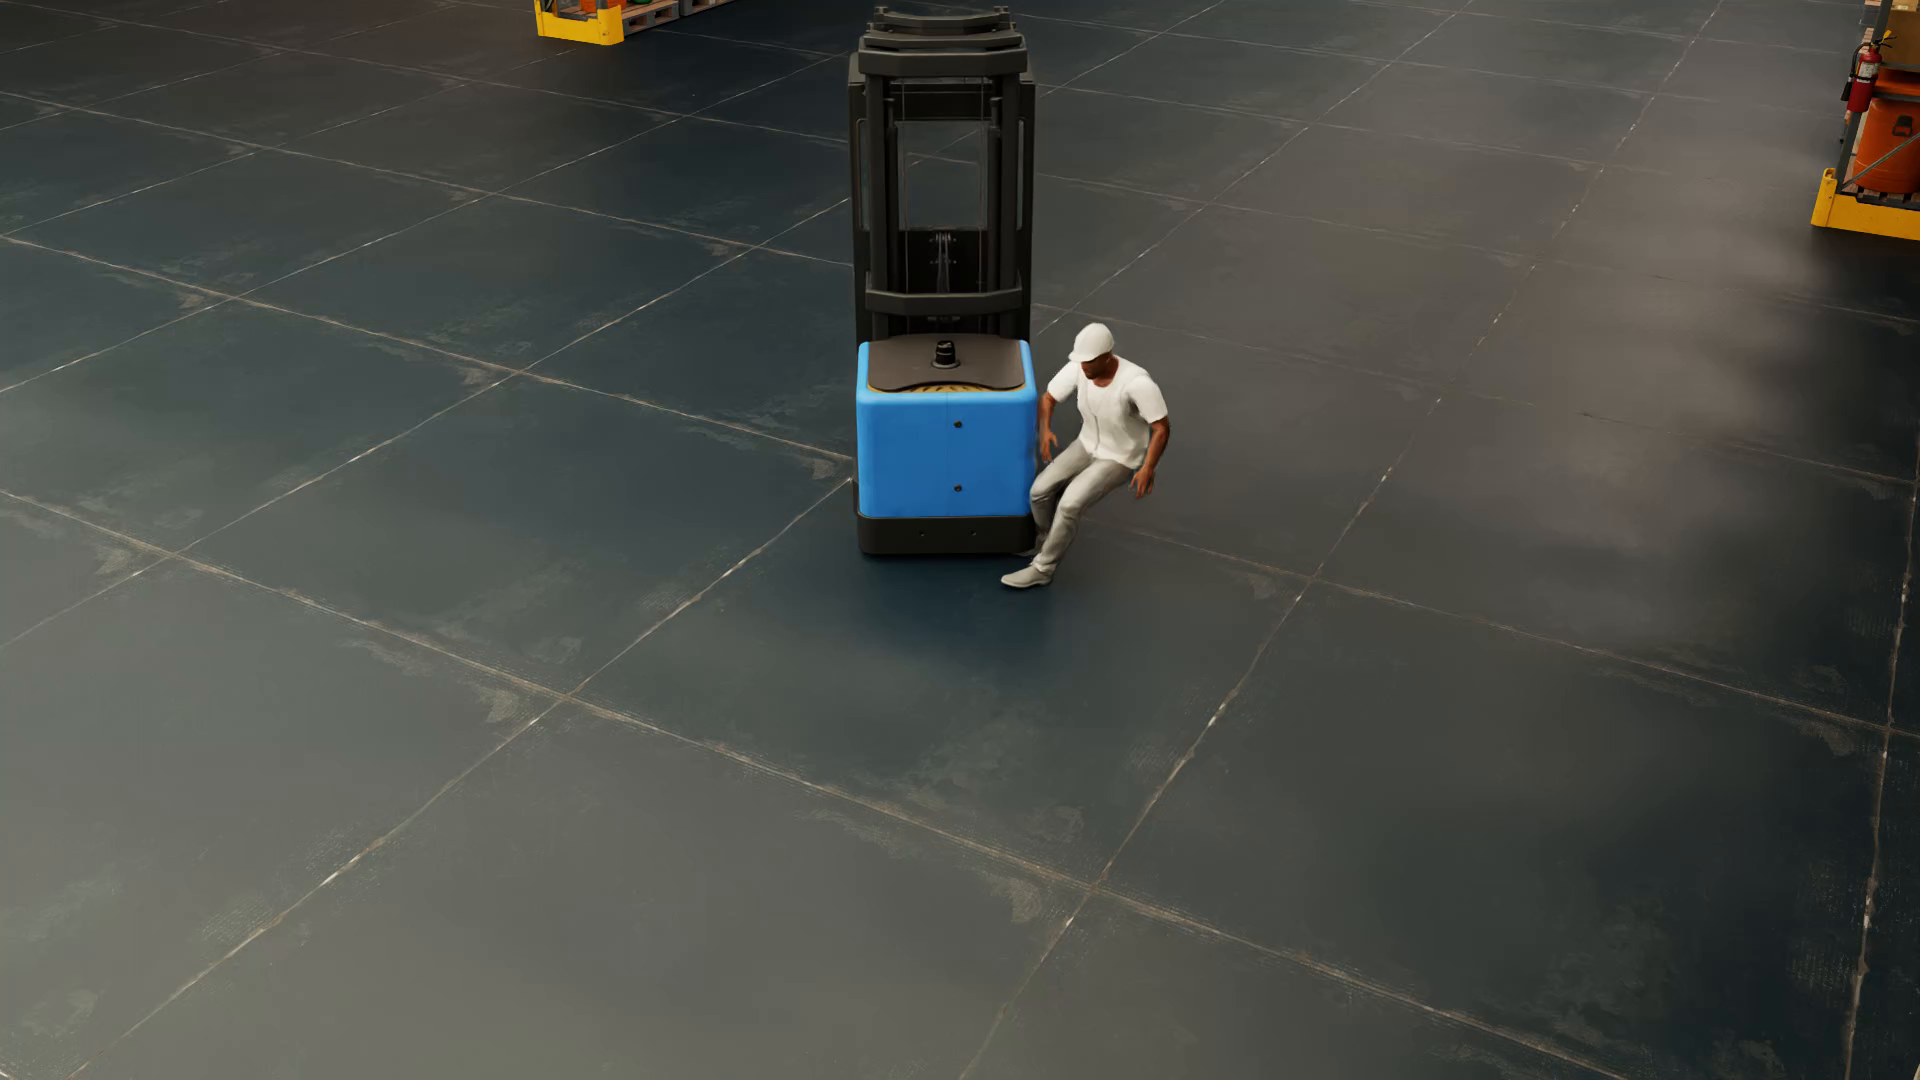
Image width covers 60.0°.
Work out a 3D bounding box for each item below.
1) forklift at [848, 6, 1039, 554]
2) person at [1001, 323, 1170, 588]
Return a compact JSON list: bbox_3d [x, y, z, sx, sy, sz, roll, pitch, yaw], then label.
[{"bbox_3d":[-0.115,-1.886,10.338,1.130,2.935,3.031,-1,30,-1],"label":"forklift"},{"bbox_3d":[0.659,-0.449,9.354,0.813,1.550,0.910,26,39,38],"label":"person"}]
